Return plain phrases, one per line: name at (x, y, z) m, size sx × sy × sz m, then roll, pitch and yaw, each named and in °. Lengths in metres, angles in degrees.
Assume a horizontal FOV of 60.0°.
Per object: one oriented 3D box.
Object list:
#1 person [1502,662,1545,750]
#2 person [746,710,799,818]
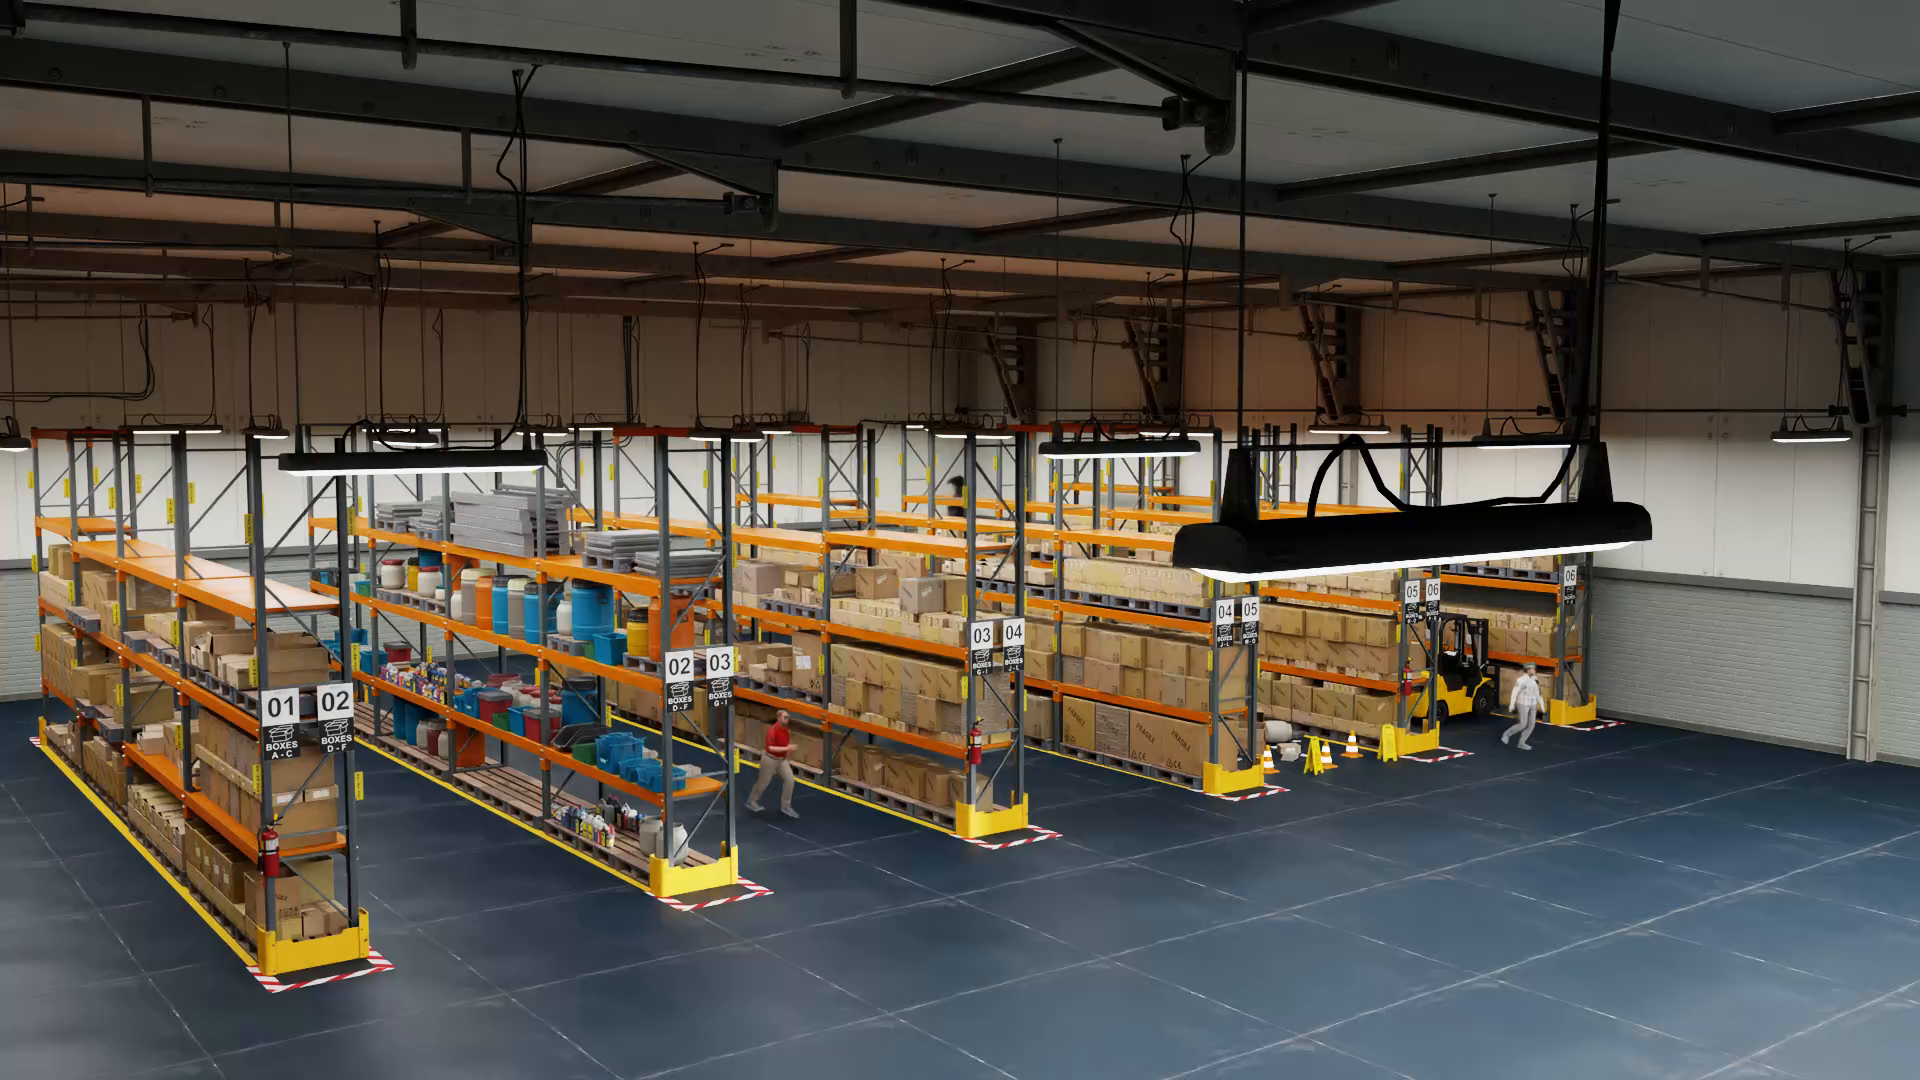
person at (10.491, 3.075, 30.999) m, size 0.709 × 1.647 × 0.545 m, roll -2°, pitch 5°, yaw -28°
person at (-2.887, 3.467, 25.861) m, size 1.000 × 1.713 × 0.667 m, roll 3°, pitch 5°, yaw 32°
